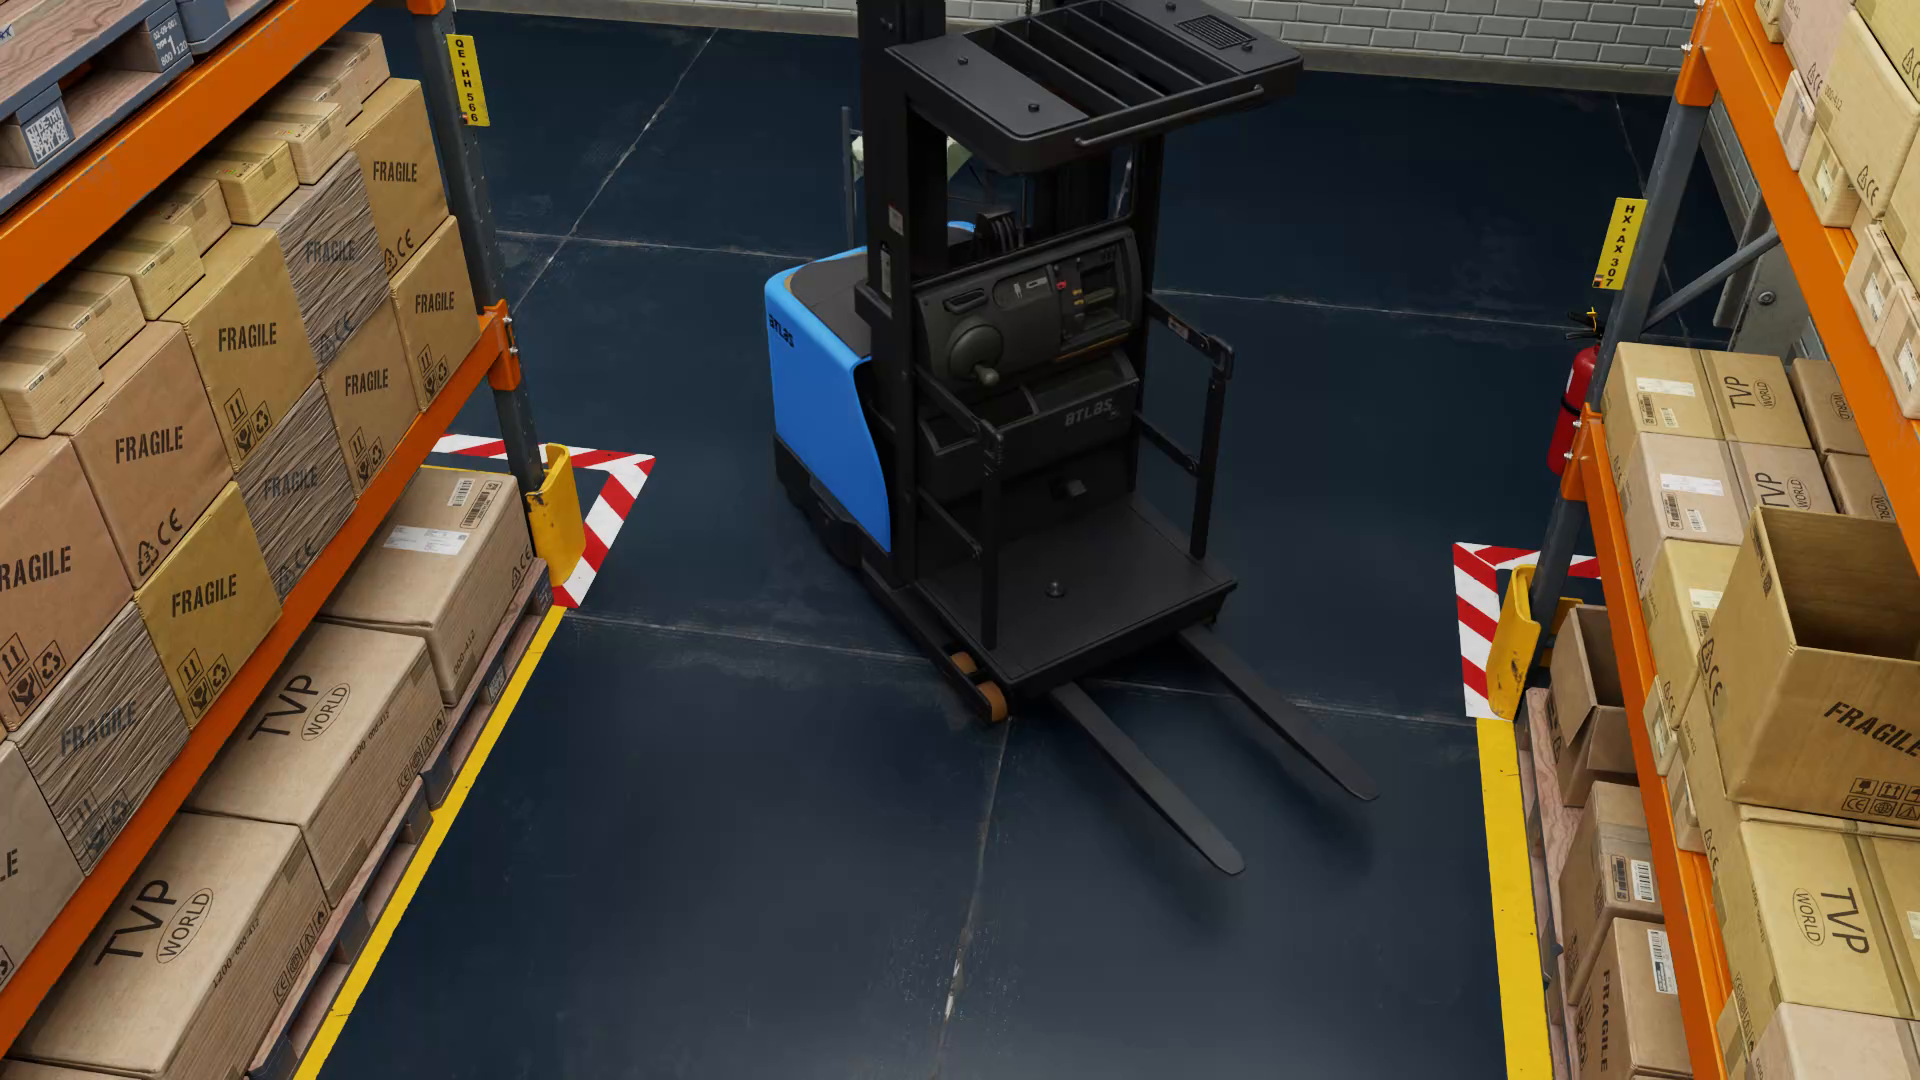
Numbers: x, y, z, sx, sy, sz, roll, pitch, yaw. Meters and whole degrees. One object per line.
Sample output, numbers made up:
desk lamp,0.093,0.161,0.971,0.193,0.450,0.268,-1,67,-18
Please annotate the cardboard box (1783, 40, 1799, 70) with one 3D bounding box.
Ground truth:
cardboard box,2.364,-1.278,4.285,0.380,0.149,0.250,7,40,8

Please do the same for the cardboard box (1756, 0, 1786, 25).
cardboard box,2.321,-1.525,4.271,0.500,0.250,0.500,6,40,7

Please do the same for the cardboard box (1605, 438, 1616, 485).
cardboard box,2.340,-0.288,5.441,0.380,0.149,0.250,6,40,7

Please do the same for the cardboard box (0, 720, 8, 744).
cardboard box,-2.500,0.392,3.558,0.500,0.500,0.500,6,40,7

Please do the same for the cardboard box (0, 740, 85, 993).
cardboard box,-2.484,0.785,3.868,0.500,0.500,0.500,7,40,8

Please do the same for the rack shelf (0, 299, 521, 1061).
rack shelf,-2.568,0.427,4.944,1.077,0.370,4.000,6,40,8

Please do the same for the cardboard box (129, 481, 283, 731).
cardboard box,-2.302,0.151,4.635,0.500,0.500,0.500,8,40,9

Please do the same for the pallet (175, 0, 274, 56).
pallet,-2.340,-1.761,4.741,1.003,0.211,1.213,6,40,8

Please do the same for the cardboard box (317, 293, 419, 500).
cardboard box,-2.146,-0.499,5.421,0.500,0.500,0.500,6,40,7

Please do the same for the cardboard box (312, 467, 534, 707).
cardboard box,-2.238,0.145,6.401,0.875,0.438,0.875,5,40,6

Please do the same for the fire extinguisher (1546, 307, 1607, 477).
fire extinguisher,2.238,-0.530,5.891,0.296,0.674,0.183,6,40,8

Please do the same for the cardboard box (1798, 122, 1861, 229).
cardboard box,2.120,-0.809,3.717,0.380,0.149,0.250,6,40,8

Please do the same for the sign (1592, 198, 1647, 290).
sign,2.133,-0.954,5.370,0.100,0.325,0.005,6,40,8

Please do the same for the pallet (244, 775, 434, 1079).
pallet,-2.497,1.243,5.581,1.003,0.211,1.213,6,40,8

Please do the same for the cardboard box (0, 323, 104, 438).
cardboard box,-2.322,-0.392,3.998,0.380,0.149,0.250,7,40,8

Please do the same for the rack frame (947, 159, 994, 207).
rack frame,-0.025,-1.656,8.076,0.400,1.500,0.023,16,42,18

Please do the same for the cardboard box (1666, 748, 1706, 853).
cardboard box,2.043,0.683,4.267,0.380,0.149,0.250,7,40,9

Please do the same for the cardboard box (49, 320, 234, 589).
cardboard box,-2.310,-0.244,4.328,0.500,0.500,0.500,6,40,7

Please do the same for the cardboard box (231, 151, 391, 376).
cardboard box,-2.132,-0.869,5.084,0.500,0.500,0.500,7,40,8

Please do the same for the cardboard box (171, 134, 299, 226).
cardboard box,-2.153,-1.045,4.788,0.380,0.149,0.250,7,40,9

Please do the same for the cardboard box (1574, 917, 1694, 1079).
cardboard box,2.092,1.467,4.753,0.500,0.500,0.500,7,40,8

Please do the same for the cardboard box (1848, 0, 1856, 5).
cardboard box,2.237,-1.398,3.725,0.500,0.250,0.500,6,40,7

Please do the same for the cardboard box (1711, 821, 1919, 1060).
cardboard box,1.995,0.919,3.669,0.500,0.250,0.500,6,40,7

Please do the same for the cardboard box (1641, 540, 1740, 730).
cardboard box,2.152,0.273,4.451,0.500,0.250,0.500,6,40,7

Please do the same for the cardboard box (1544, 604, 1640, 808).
cardboard box,2.468,0.613,5.784,0.797,0.503,0.637,5,40,6

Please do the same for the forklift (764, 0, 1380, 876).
forklift,0.382,-0.767,5.877,1.130,2.935,3.031,-22,44,-24

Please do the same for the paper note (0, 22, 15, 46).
paper note,-2.012,-1.042,3.470,0.006,0.032,0.123,6,40,8

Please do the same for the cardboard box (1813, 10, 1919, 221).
cardboard box,2.153,-0.884,3.495,0.500,0.250,0.500,5,40,6

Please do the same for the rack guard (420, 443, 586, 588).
rack guard,-2.218,-0.157,7.048,1.175,0.500,0.348,6,40,8

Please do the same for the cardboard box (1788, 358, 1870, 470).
cardboard box,2.849,-0.299,5.142,0.500,0.250,0.500,7,40,9

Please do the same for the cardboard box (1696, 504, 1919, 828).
cardboard box,2.064,0.290,3.841,0.500,0.500,0.500,7,40,9

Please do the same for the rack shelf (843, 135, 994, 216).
rack shelf,-0.174,-1.744,7.569,0.431,0.370,0.720,16,42,18

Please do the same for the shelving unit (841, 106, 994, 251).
shelving unit,-0.174,-1.443,7.818,0.431,1.500,0.755,16,42,18

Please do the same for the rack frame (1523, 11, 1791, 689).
rack frame,2.667,-0.561,5.574,1.000,3.000,0.127,6,40,8

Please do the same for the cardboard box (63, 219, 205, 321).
cardboard box,-2.254,-0.725,4.401,0.380,0.149,0.250,7,40,9

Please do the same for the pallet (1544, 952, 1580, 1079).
pallet,2.304,1.826,4.876,1.003,0.211,1.213,6,40,8

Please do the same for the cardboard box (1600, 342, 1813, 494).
cardboard box,2.324,-0.362,5.218,0.500,0.250,0.500,7,40,8

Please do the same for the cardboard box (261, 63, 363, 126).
cardboard box,-2.107,-1.370,5.181,0.380,0.149,0.250,7,40,8

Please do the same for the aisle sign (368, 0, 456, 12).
aisle sign,-1.904,-2.118,5.418,0.394,0.787,0.004,6,40,8

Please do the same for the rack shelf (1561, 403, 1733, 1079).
rack shelf,2.321,0.972,4.285,1.077,0.370,4.000,6,40,8

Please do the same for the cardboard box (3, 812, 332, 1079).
cardboard box,-2.546,1.286,5.021,0.875,0.438,0.875,5,40,6

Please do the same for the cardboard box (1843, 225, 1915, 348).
cardboard box,2.022,-0.494,3.337,0.380,0.149,0.250,6,40,8
